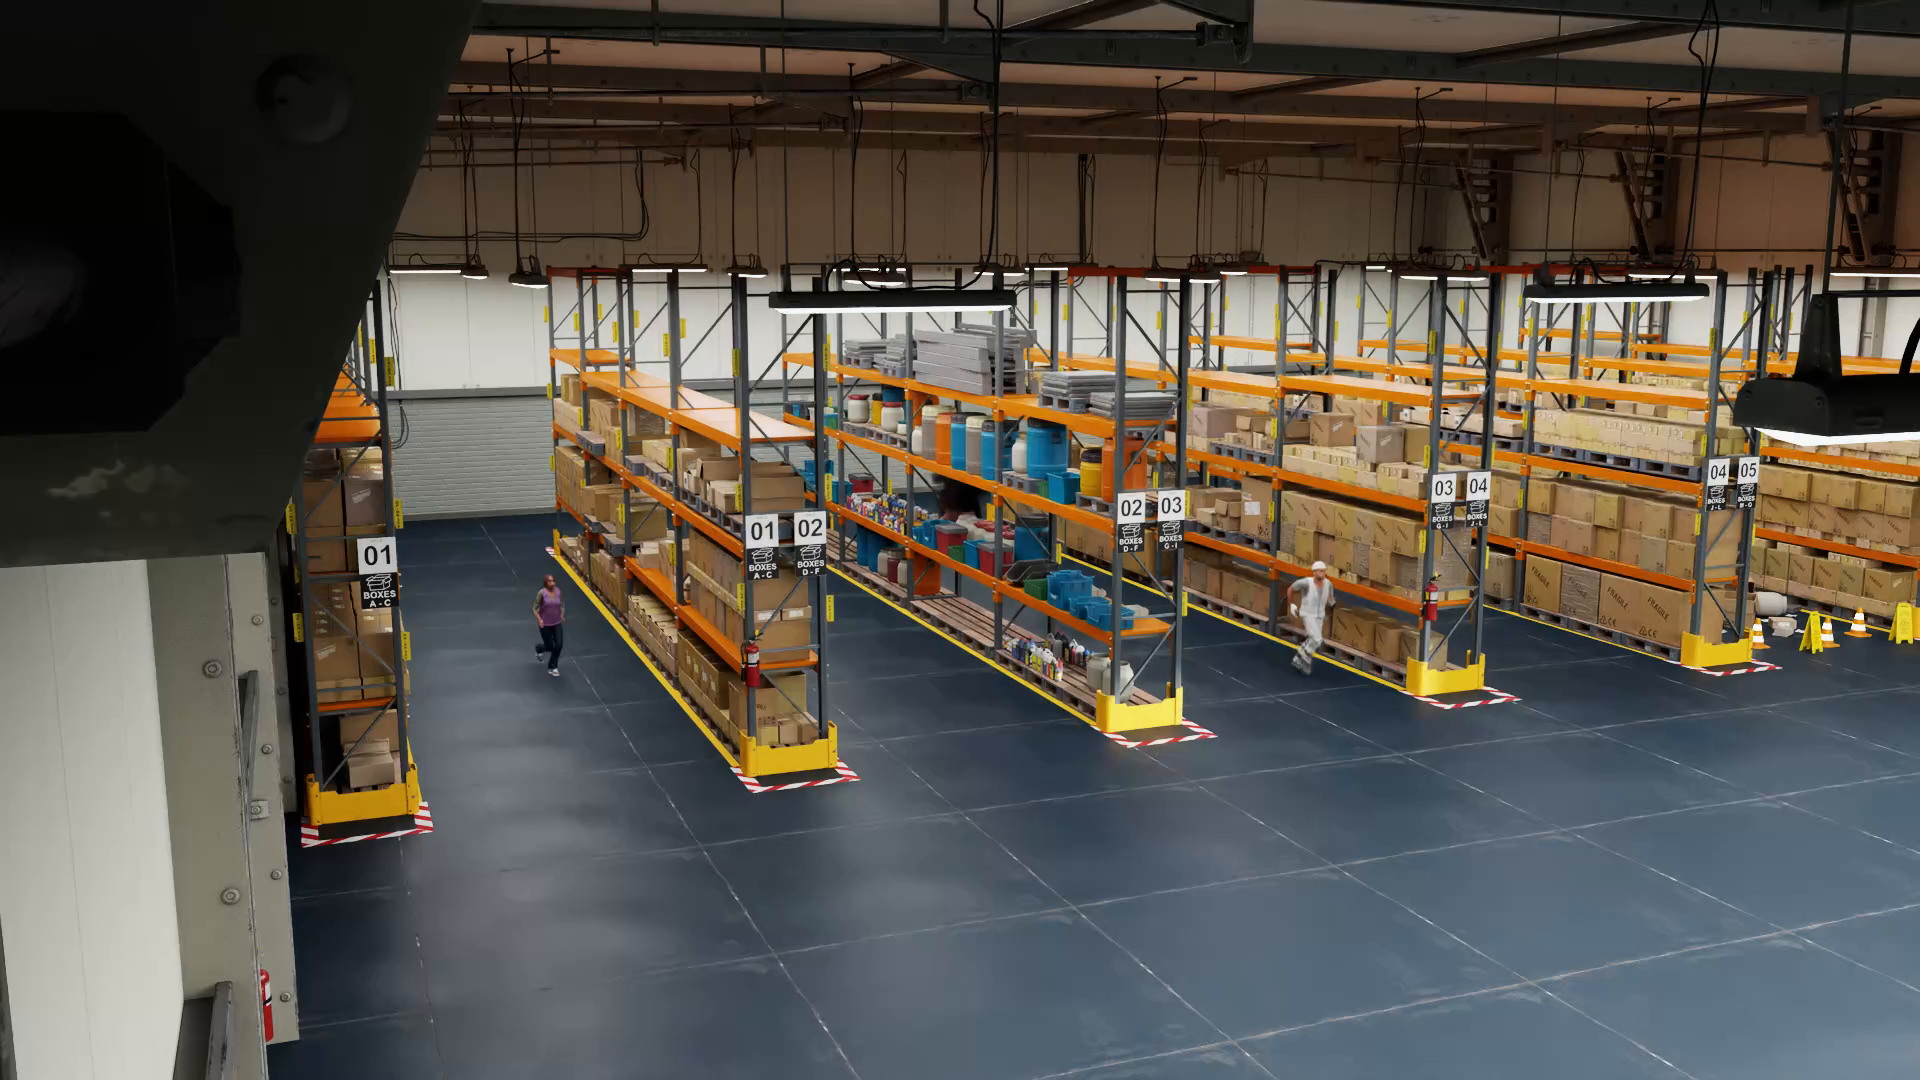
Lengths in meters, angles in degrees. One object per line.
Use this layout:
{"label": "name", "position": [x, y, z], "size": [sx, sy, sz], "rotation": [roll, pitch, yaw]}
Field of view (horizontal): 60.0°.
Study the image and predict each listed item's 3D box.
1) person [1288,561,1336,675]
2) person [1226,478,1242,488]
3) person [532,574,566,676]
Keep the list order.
{"label": "person", "position": [5.283, 1.161, 24.880], "size": [0.610, 1.745, 0.819], "rotation": [-5, 11, -28]}
{"label": "person", "position": [6.986, -1.828, 42.134], "size": [0.922, 1.753, 0.726], "rotation": [-5, 11, -25]}
{"label": "person", "position": [-6.197, 1.264, 25.051], "size": [0.522, 1.530, 0.598], "rotation": [-7, 12, -36]}
